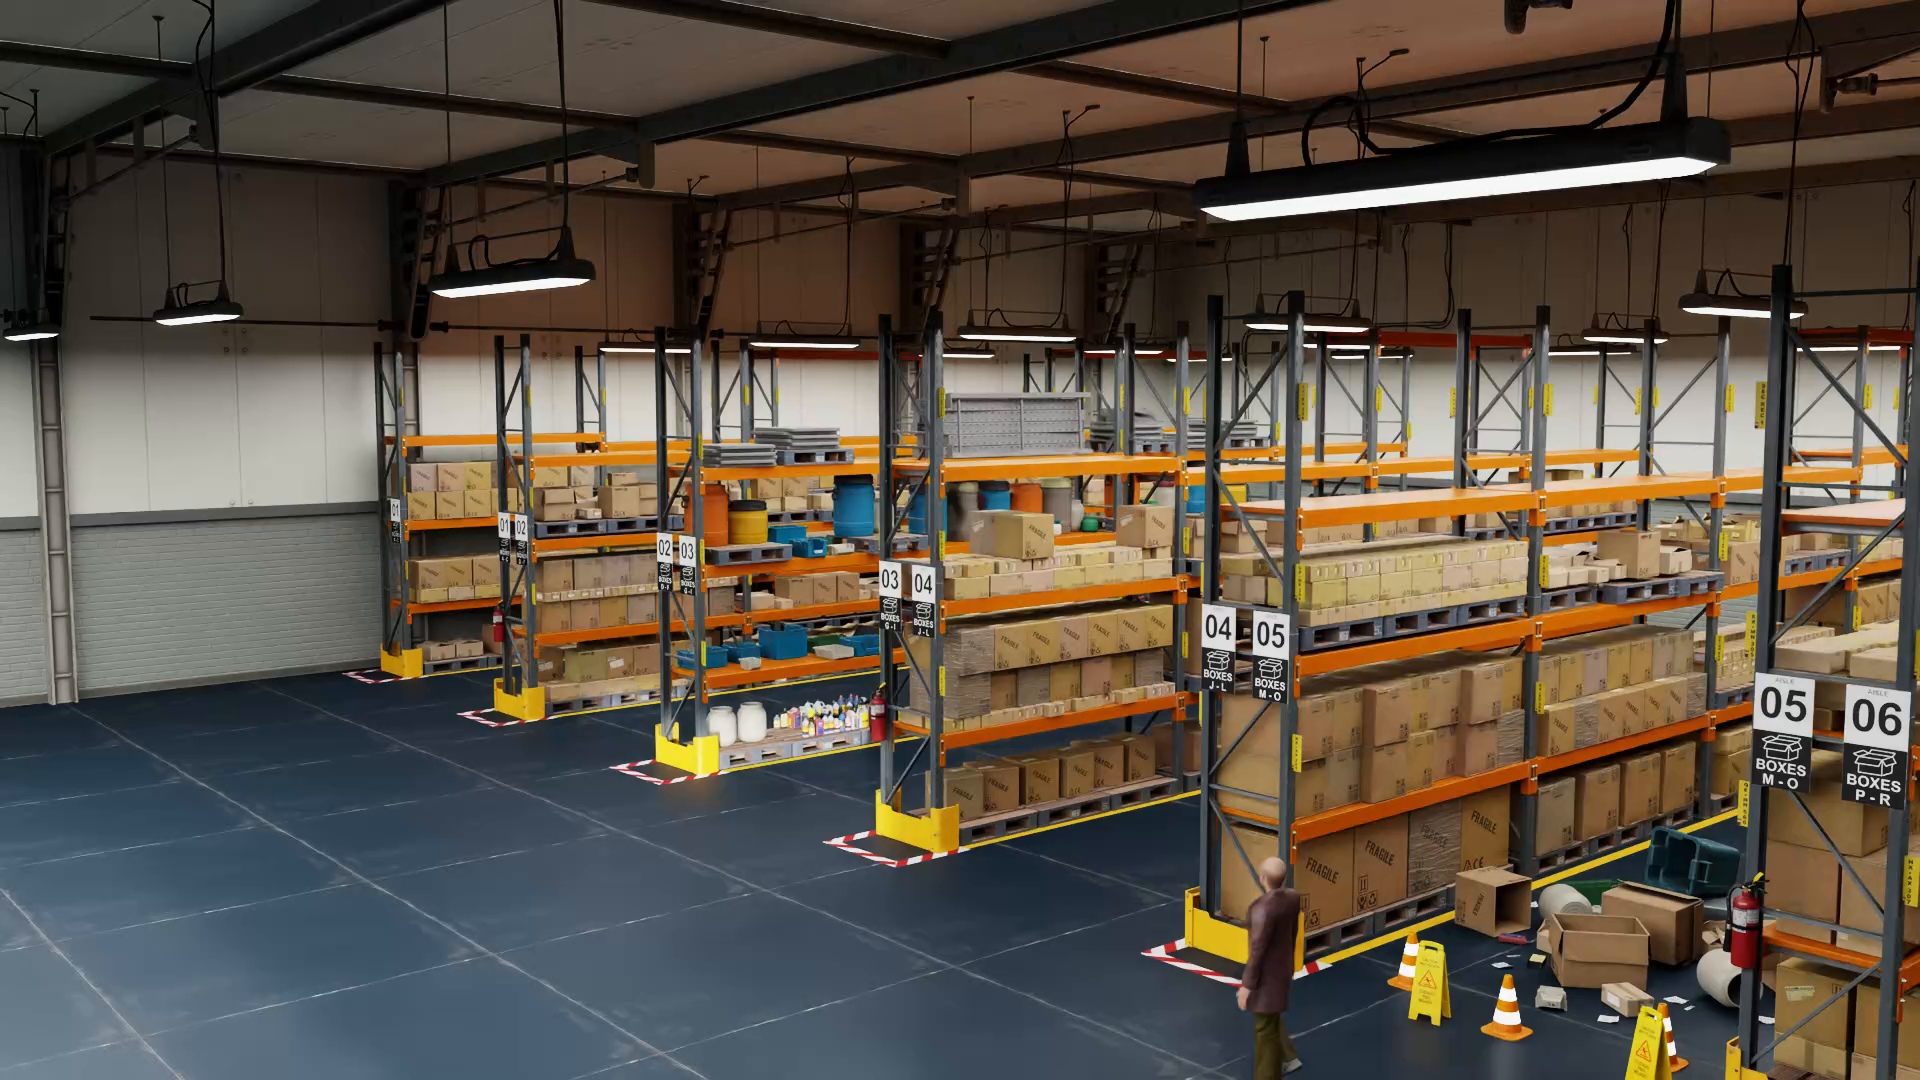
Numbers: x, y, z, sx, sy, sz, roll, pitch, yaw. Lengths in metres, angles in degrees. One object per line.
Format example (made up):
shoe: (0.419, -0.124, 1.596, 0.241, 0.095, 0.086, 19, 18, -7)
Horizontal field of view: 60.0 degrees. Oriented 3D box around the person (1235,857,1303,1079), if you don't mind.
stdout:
person: (2.243, 3.165, 12.089, 0.472, 1.779, 0.687, 2, 6, 25)
